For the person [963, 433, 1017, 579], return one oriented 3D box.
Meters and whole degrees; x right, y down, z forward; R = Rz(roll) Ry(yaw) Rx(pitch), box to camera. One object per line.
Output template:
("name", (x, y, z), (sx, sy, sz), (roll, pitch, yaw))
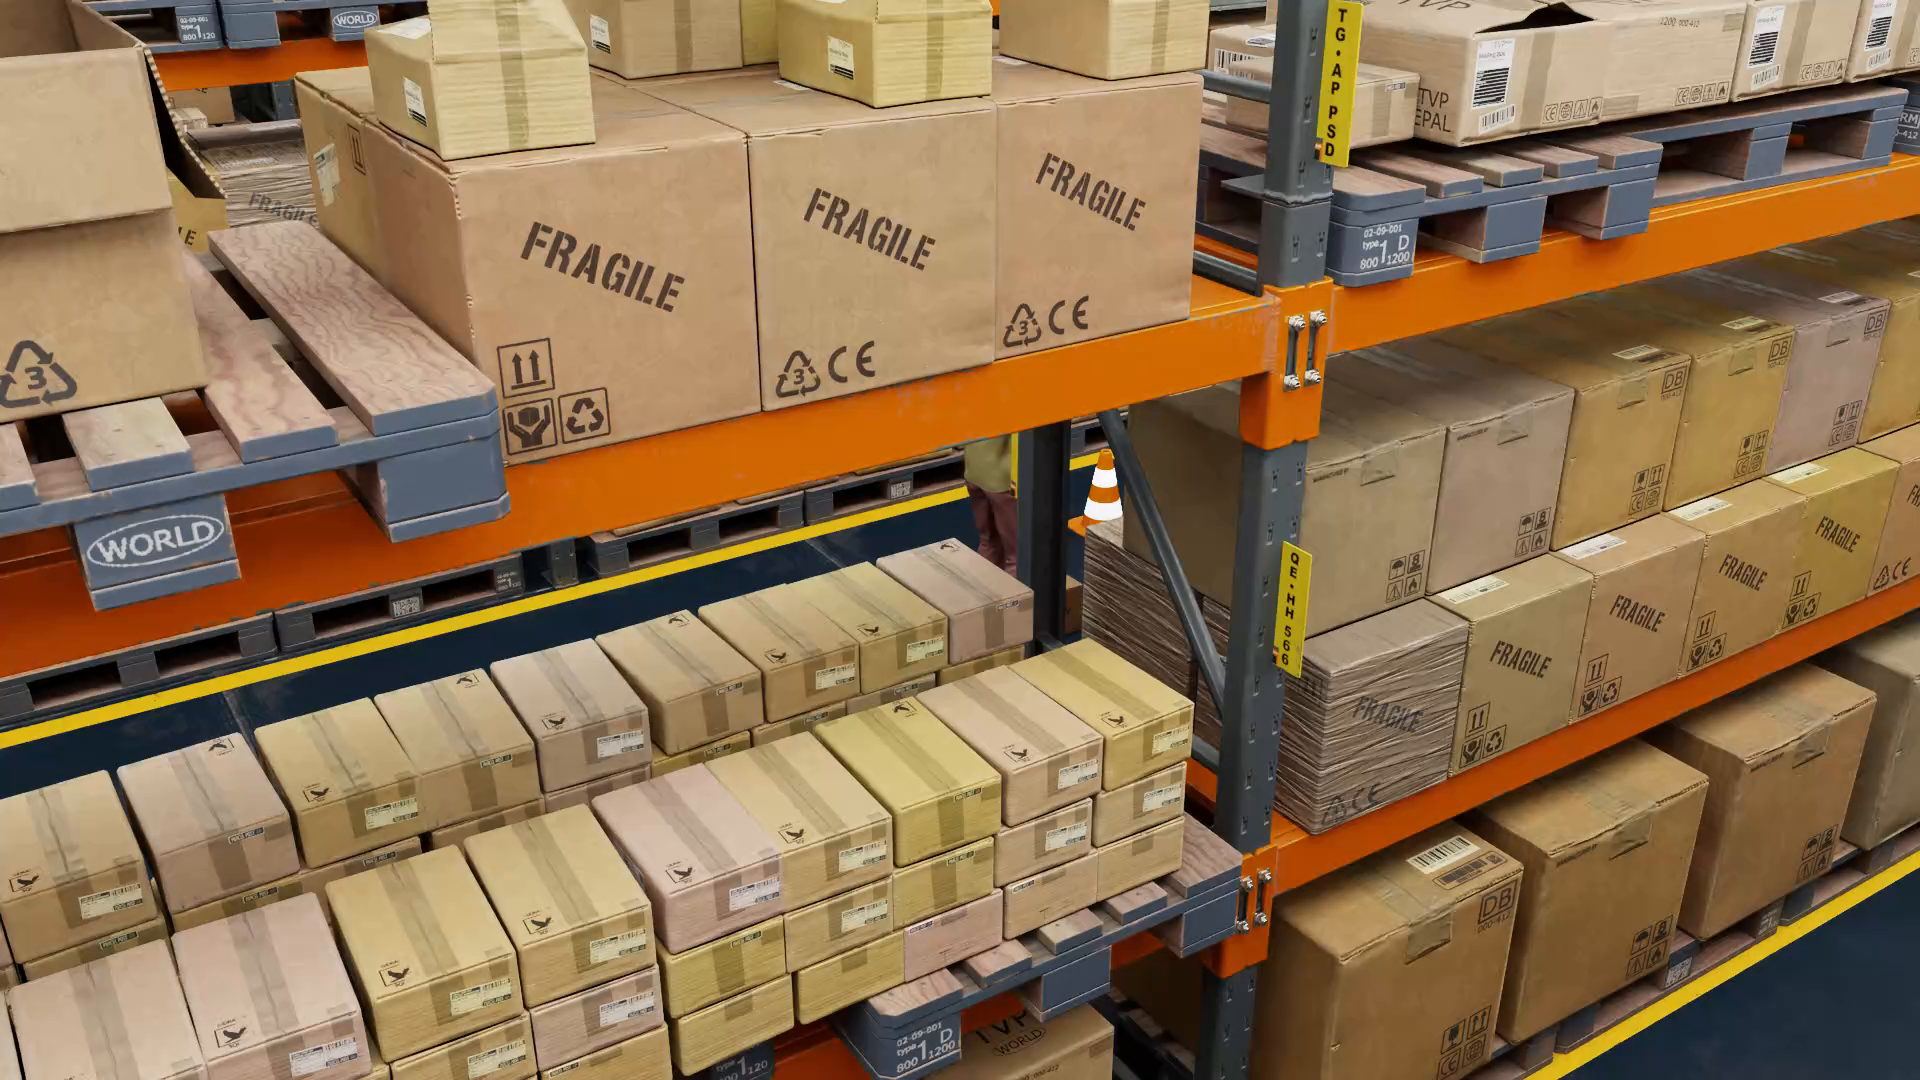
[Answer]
("person", (0.212, -0.264, 7.696), (0.355, 1.652, 0.521), (-17, 30, -32))
